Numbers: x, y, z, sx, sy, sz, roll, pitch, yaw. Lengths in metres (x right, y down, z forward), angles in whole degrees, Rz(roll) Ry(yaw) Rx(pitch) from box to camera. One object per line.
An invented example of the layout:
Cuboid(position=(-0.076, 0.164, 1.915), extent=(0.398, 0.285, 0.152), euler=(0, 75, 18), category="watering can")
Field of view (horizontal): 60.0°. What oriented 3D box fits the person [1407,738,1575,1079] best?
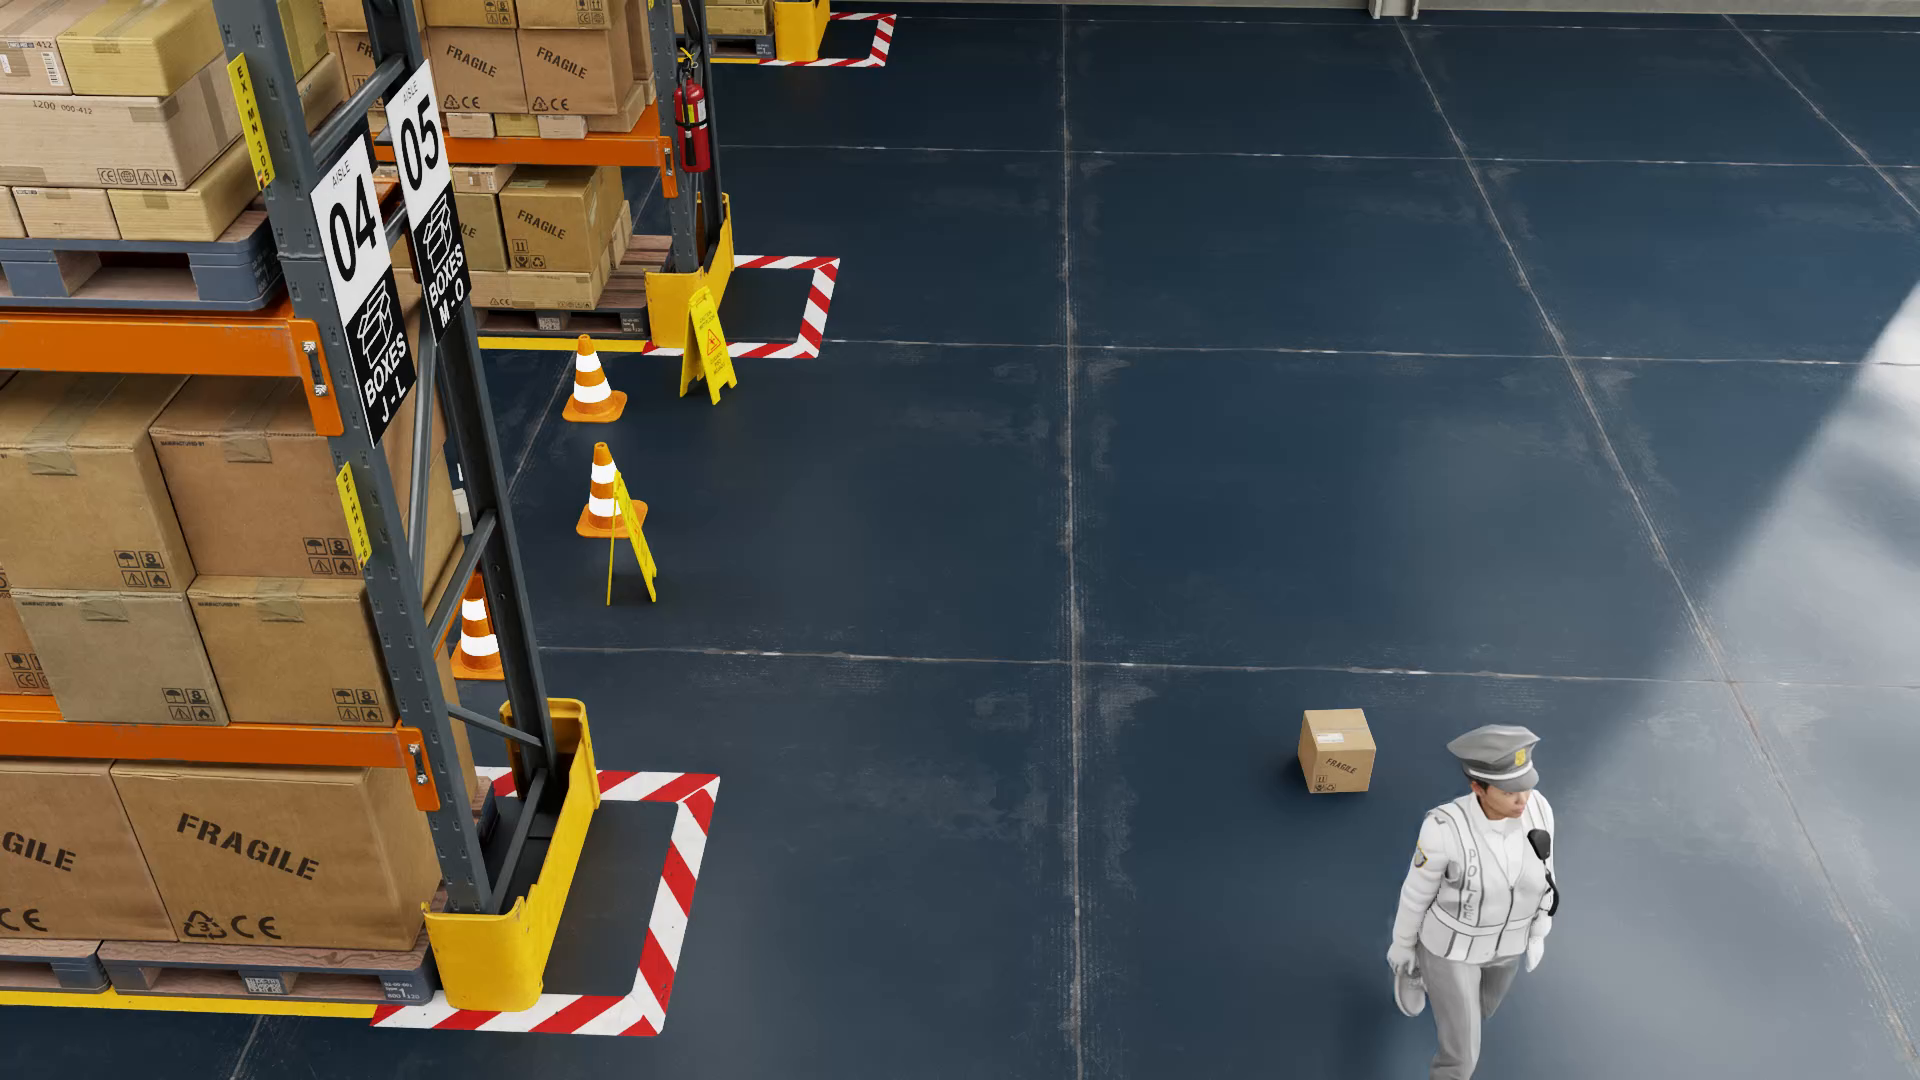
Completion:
Cuboid(position=(1.658, 1.277, 5.298), extent=(0.495, 1.664, 0.682), euler=(-11, 37, -15), category="person")
